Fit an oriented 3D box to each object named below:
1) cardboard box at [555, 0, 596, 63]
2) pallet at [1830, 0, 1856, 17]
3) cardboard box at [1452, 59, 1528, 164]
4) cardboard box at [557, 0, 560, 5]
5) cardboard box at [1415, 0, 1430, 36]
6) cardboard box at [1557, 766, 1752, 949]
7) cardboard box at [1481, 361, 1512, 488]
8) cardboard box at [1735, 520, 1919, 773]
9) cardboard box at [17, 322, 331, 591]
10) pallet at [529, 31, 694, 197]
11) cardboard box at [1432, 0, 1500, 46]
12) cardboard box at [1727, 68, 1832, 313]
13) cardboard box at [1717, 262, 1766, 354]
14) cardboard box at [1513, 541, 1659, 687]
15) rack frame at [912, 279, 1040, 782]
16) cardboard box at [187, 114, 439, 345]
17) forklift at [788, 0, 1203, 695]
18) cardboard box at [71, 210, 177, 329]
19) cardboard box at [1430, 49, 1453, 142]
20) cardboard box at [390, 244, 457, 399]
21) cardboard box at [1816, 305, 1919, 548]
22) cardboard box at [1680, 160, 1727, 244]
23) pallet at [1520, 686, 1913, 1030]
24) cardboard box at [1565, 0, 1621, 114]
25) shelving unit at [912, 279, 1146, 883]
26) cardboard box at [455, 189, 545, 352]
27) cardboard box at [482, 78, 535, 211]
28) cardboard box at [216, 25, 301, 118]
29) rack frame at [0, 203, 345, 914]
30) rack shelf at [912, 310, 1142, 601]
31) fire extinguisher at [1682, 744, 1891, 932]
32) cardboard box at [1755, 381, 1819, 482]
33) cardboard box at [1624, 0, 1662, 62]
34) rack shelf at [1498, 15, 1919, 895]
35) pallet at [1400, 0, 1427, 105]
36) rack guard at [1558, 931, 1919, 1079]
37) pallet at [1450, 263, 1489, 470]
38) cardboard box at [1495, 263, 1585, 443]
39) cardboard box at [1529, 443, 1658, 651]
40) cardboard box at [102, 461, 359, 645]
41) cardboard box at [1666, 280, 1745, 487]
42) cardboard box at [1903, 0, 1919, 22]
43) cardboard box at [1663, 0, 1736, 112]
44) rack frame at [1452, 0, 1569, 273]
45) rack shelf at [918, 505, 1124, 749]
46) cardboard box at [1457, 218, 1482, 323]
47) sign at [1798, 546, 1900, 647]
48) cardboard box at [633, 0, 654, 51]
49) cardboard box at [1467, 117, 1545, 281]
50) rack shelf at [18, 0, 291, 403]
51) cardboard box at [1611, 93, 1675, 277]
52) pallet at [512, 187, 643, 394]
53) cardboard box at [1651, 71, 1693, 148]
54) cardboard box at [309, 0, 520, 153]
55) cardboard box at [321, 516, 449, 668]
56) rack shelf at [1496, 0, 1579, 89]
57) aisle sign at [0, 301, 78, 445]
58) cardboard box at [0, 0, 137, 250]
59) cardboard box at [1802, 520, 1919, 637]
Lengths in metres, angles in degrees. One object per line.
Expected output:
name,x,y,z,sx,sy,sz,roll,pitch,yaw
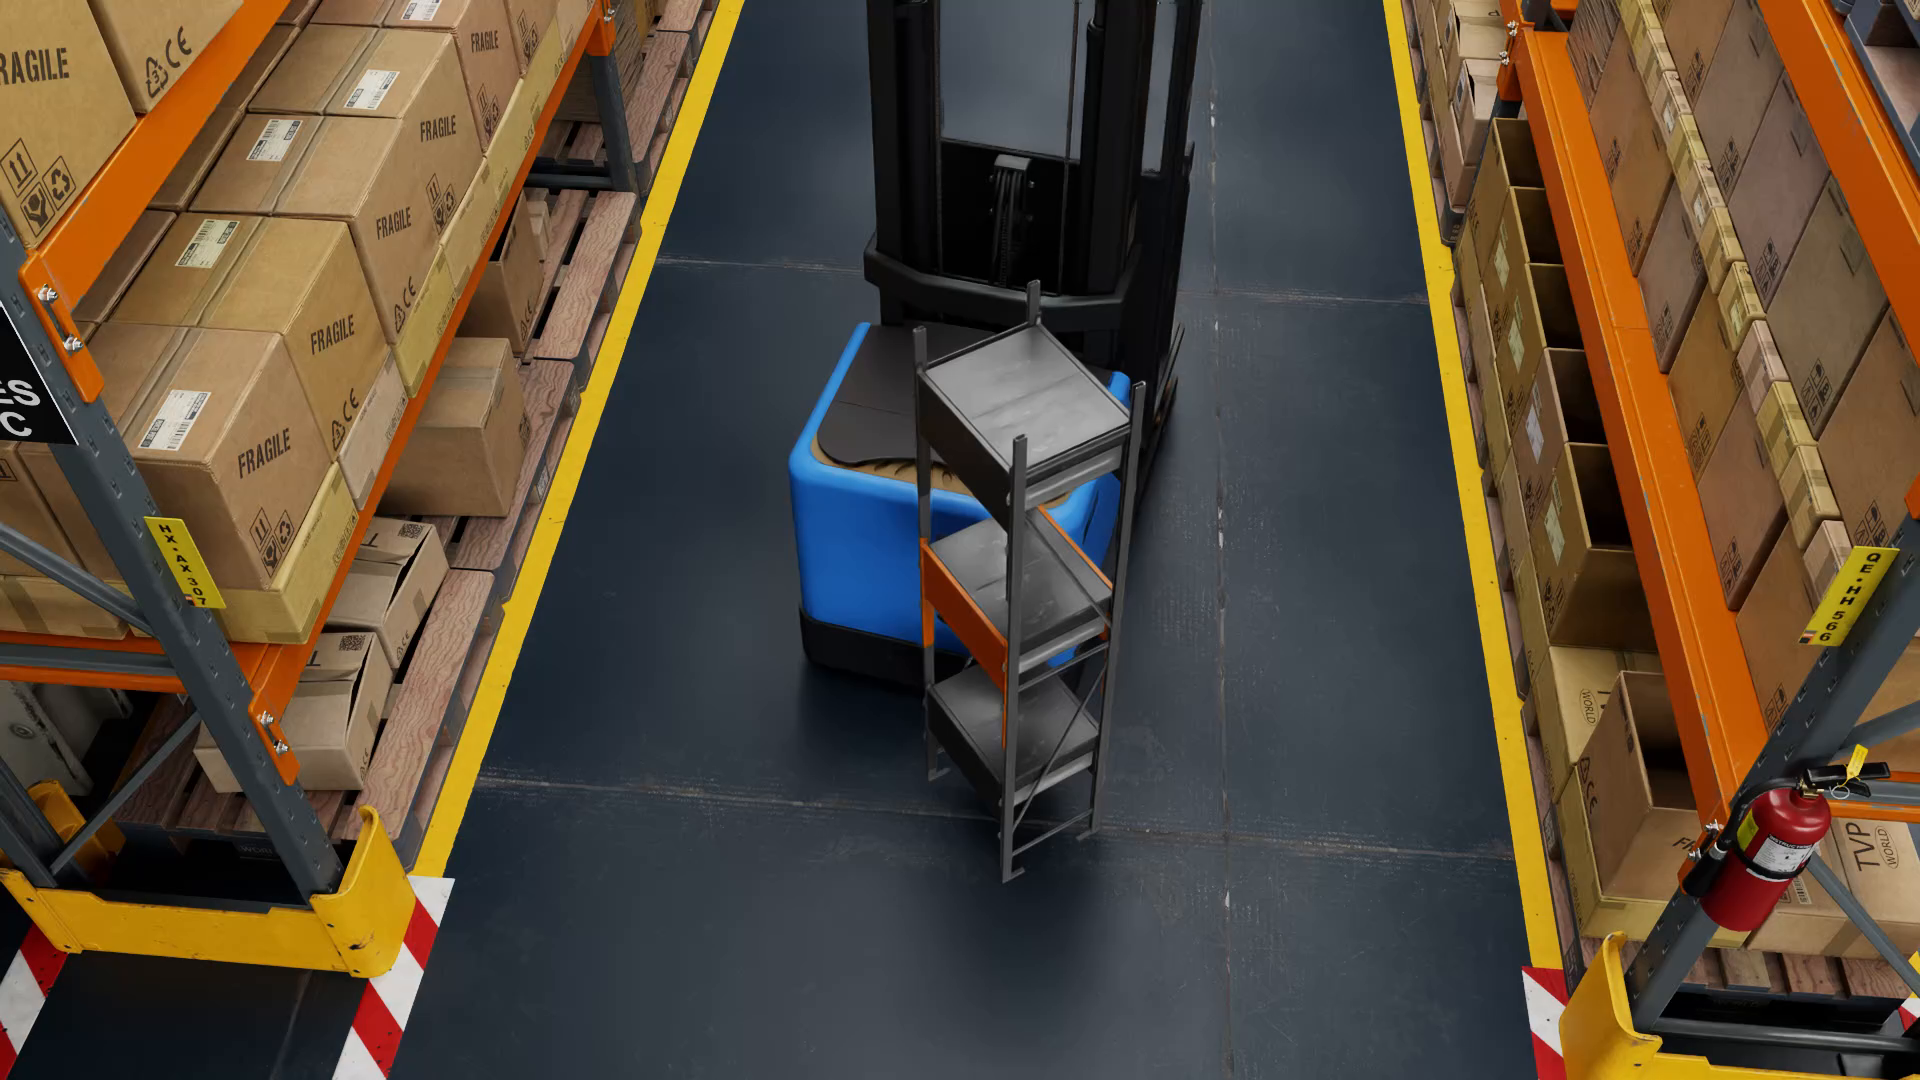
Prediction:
cardboard box,-1.818,-2.213,6.829,0.500,0.250,0.500,4,48,4
pallet,2.691,-1.755,4.349,1.003,0.211,1.213,4,48,4
cardboard box,2.608,-2.015,7.759,0.500,0.311,0.500,4,48,4
cardboard box,-1.812,-2.466,6.553,0.500,0.500,0.500,4,48,3
cardboard box,2.748,-2.954,8.998,0.500,0.250,0.500,5,48,4
cardboard box,2.247,1.017,5.366,0.500,0.250,0.500,4,48,4
cardboard box,2.411,-0.454,6.711,0.500,0.250,0.500,4,48,4
cardboard box,2.548,0.269,4.404,0.700,0.500,0.500,4,48,4
cardboard box,-2.098,-0.226,4.503,0.500,0.500,0.500,4,48,4
pallet,-2.007,-2.256,8.670,1.003,0.211,1.213,4,48,4
cardboard box,2.697,-2.764,8.444,0.500,0.311,0.500,4,48,3
cardboard box,2.640,-0.965,4.653,0.700,0.500,0.500,4,48,4
cardboard box,2.432,-0.660,4.813,0.380,0.149,0.250,5,48,5
cardboard box,2.325,0.281,6.039,0.500,0.250,0.500,4,48,4
rack frame,0.050,0.076,5.256,0.400,2.100,0.015,-25,52,-21
cardboard box,-1.990,-0.967,5.182,0.500,0.500,0.500,2,48,2
forklift,0.313,-1.461,6.100,1.130,2.935,3.031,12,49,11
cardboard box,-2.554,-0.625,4.869,0.500,0.500,0.500,4,48,4
cardboard box,2.654,-2.204,8.312,0.500,0.250,0.500,3,48,3
cardboard box,-1.995,-0.736,5.478,0.500,0.250,0.500,3,48,3
cardboard box,2.553,-0.208,3.961,0.700,0.500,0.500,4,48,4
cardboard box,2.477,-1.042,5.162,0.380,0.149,0.250,3,48,3
pallet,2.520,1.021,5.673,1.003,0.211,1.213,4,48,4
cardboard box,2.823,-2.002,6.480,0.700,0.500,0.500,3,48,3
shelving unit,0.179,0.229,5.116,0.431,2.100,0.503,-25,52,-21
cardboard box,-2.131,-1.165,7.178,0.500,0.500,0.500,1,48,1
cardboard box,-1.902,-1.477,6.156,0.500,0.250,0.500,4,48,3
cardboard box,-2.465,-1.375,5.555,0.500,0.500,0.500,4,48,4
rack frame,-2.441,0.314,4.430,1.000,3.000,0.127,4,48,4
rack shelf,0.177,-0.235,4.610,0.431,0.518,0.480,-25,52,-21
fire extinguisher,2.019,0.726,4.105,0.296,0.674,0.183,4,48,4
cardboard box,2.383,-0.282,4.468,0.380,0.149,0.250,3,48,3
cardboard box,2.573,-1.796,5.852,0.380,0.149,0.250,3,48,3
rack shelf,2.675,-0.582,5.737,1.077,0.370,4.000,4,48,4
pallet,2.994,-2.797,9.165,1.003,0.211,1.213,4,48,4
rack guard,2.490,1.506,5.034,1.175,0.500,0.348,4,48,4
pallet,2.743,-0.772,7.313,1.003,0.211,1.213,4,48,4
cardboard box,2.412,-0.707,6.434,0.500,0.500,0.500,4,48,4
cardboard box,2.322,0.028,5.762,0.500,0.500,0.500,4,48,4
cardboard box,-2.080,0.021,4.786,0.500,0.250,0.500,3,48,2
cardboard box,2.642,-0.482,5.090,0.700,0.500,0.500,4,48,4
cardboard box,2.335,-1.370,3.660,0.500,0.250,0.500,4,48,4
cardboard box,2.732,-1.700,5.326,0.700,0.500,0.500,4,48,4
rack frame,2.857,-2.295,6.816,1.000,3.000,0.127,4,48,4
rack shelf,0.179,0.238,5.126,0.431,0.518,0.480,-25,52,-21
cardboard box,2.513,-1.188,7.383,0.500,0.250,0.500,4,48,4
sign,1.953,0.127,3.656,0.100,0.325,0.005,4,48,4
cardboard box,-2.029,-2.855,8.724,0.700,0.500,0.500,3,48,3
cardboard box,2.503,-1.442,7.106,0.500,0.500,0.500,4,48,4
rack shelf,-2.259,-1.925,4.933,1.077,0.370,4.000,4,48,4
cardboard box,2.732,-1.245,5.789,0.700,0.500,0.500,5,48,4
pallet,-2.102,-1.188,7.694,1.003,0.211,1.213,4,48,4
cardboard box,2.526,-1.416,5.505,0.380,0.149,0.250,3,48,2
cardboard box,-1.908,-1.730,5.879,0.500,0.500,0.500,3,48,2
cardboard box,-2.236,0.152,6.102,0.500,0.311,0.500,7,48,7
rack shelf,3.039,-3.522,8.426,1.077,0.370,4.000,4,48,4
aisle sign,-2.149,-0.490,3.404,0.394,0.787,0.004,4,48,4
cardboard box,-2.161,-0.967,3.488,0.500,0.500,0.500,5,48,5
cardboard box,2.338,0.098,4.120,0.380,0.149,0.250,3,48,3
